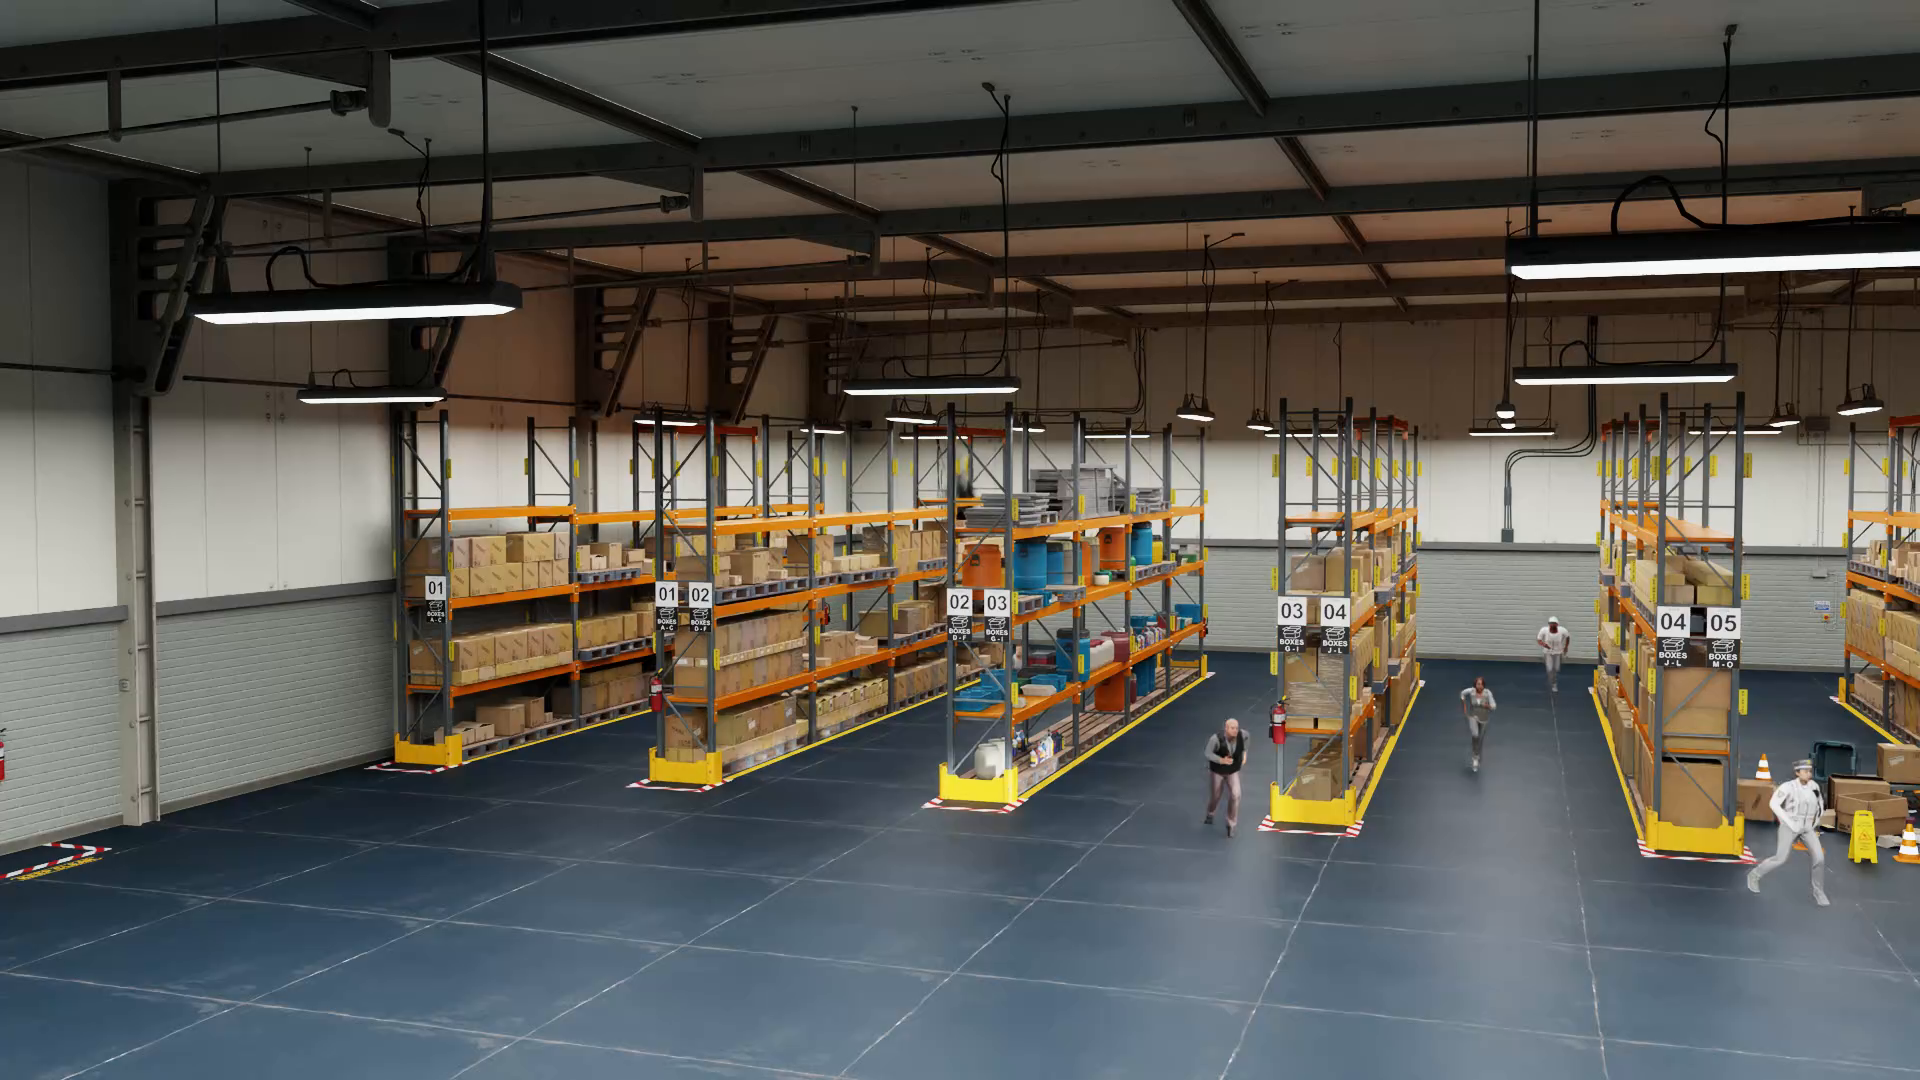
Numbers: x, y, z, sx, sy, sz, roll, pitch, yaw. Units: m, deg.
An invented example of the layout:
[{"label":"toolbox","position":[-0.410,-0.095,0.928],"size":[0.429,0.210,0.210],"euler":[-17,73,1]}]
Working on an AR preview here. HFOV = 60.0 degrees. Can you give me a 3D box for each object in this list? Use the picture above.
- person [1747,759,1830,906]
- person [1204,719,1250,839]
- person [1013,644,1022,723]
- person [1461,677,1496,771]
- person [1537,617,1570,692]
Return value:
[{"label":"person","position":[9.679,3.361,19.310],"size":[0.841,1.688,0.713],"euler":[0,2,-11]},{"label":"person","position":[3.631,3.234,22.843],"size":[0.701,1.673,0.994],"euler":[0,2,-11]},{"label":"person","position":[1.166,2.812,32.588],"size":[0.549,1.594,0.695],"euler":[1,3,13]},{"label":"person","position":[8.610,3.030,27.648],"size":[0.530,1.563,0.859],"euler":[0,2,8]},{"label":"person","position":[13.365,2.567,37.458],"size":[0.686,1.702,0.723],"euler":[1,3,20]}]
